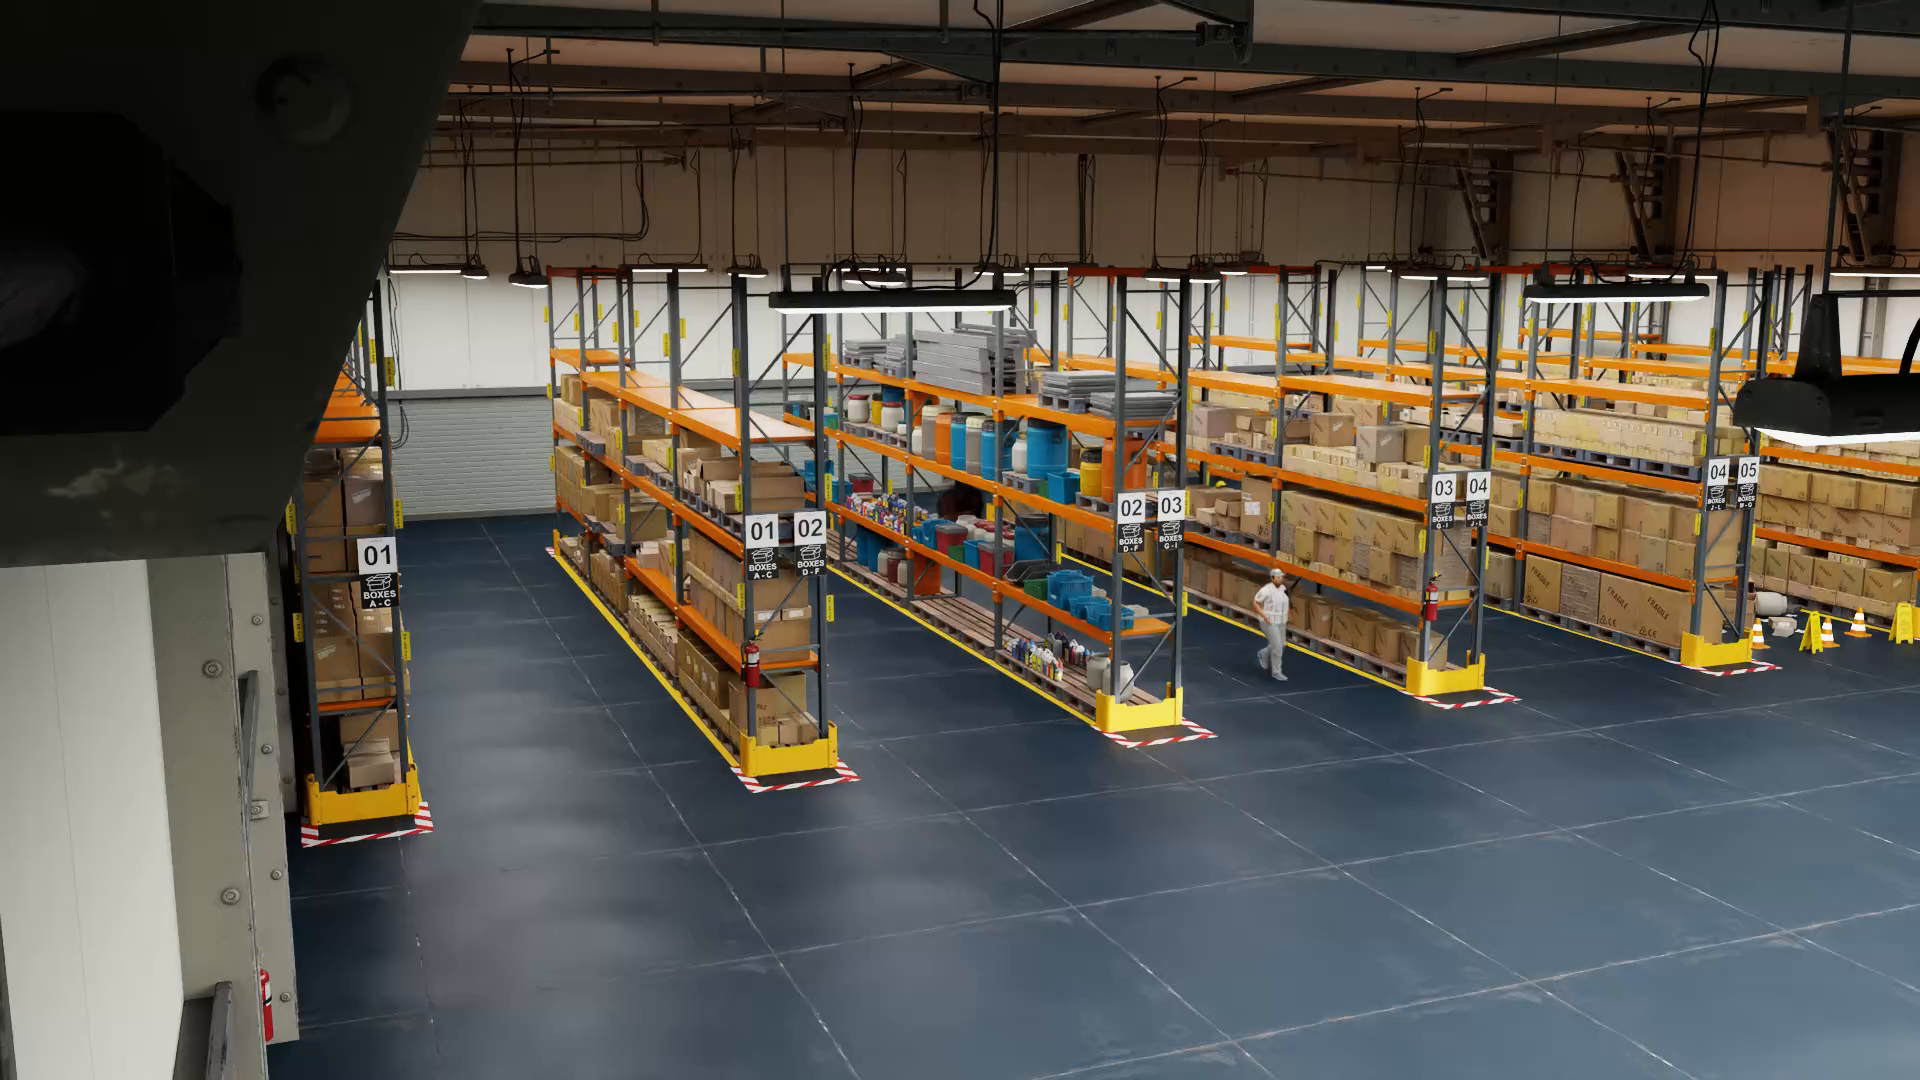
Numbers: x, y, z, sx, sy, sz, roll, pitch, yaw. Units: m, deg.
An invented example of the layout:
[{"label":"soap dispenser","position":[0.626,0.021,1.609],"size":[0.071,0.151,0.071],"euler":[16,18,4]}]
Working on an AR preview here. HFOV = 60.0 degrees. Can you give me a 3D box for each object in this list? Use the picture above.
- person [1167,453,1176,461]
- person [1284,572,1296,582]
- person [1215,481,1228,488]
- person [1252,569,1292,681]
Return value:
[{"label":"person","position":[5.450,-1.751,41.608],"size":[0.924,1.788,0.692],"euler":[-3,10,-18]},{"label":"person","position":[6.262,0.131,30.998],"size":[0.716,1.695,0.553],"euler":[-5,11,-28]},{"label":"person","position":[5.285,-0.350,33.688],"size":[0.696,1.718,0.605],"euler":[-5,11,-26]},{"label":"person","position":[4.662,1.231,24.862],"size":[0.630,1.652,0.744],"euler":[-7,12,-34]}]
